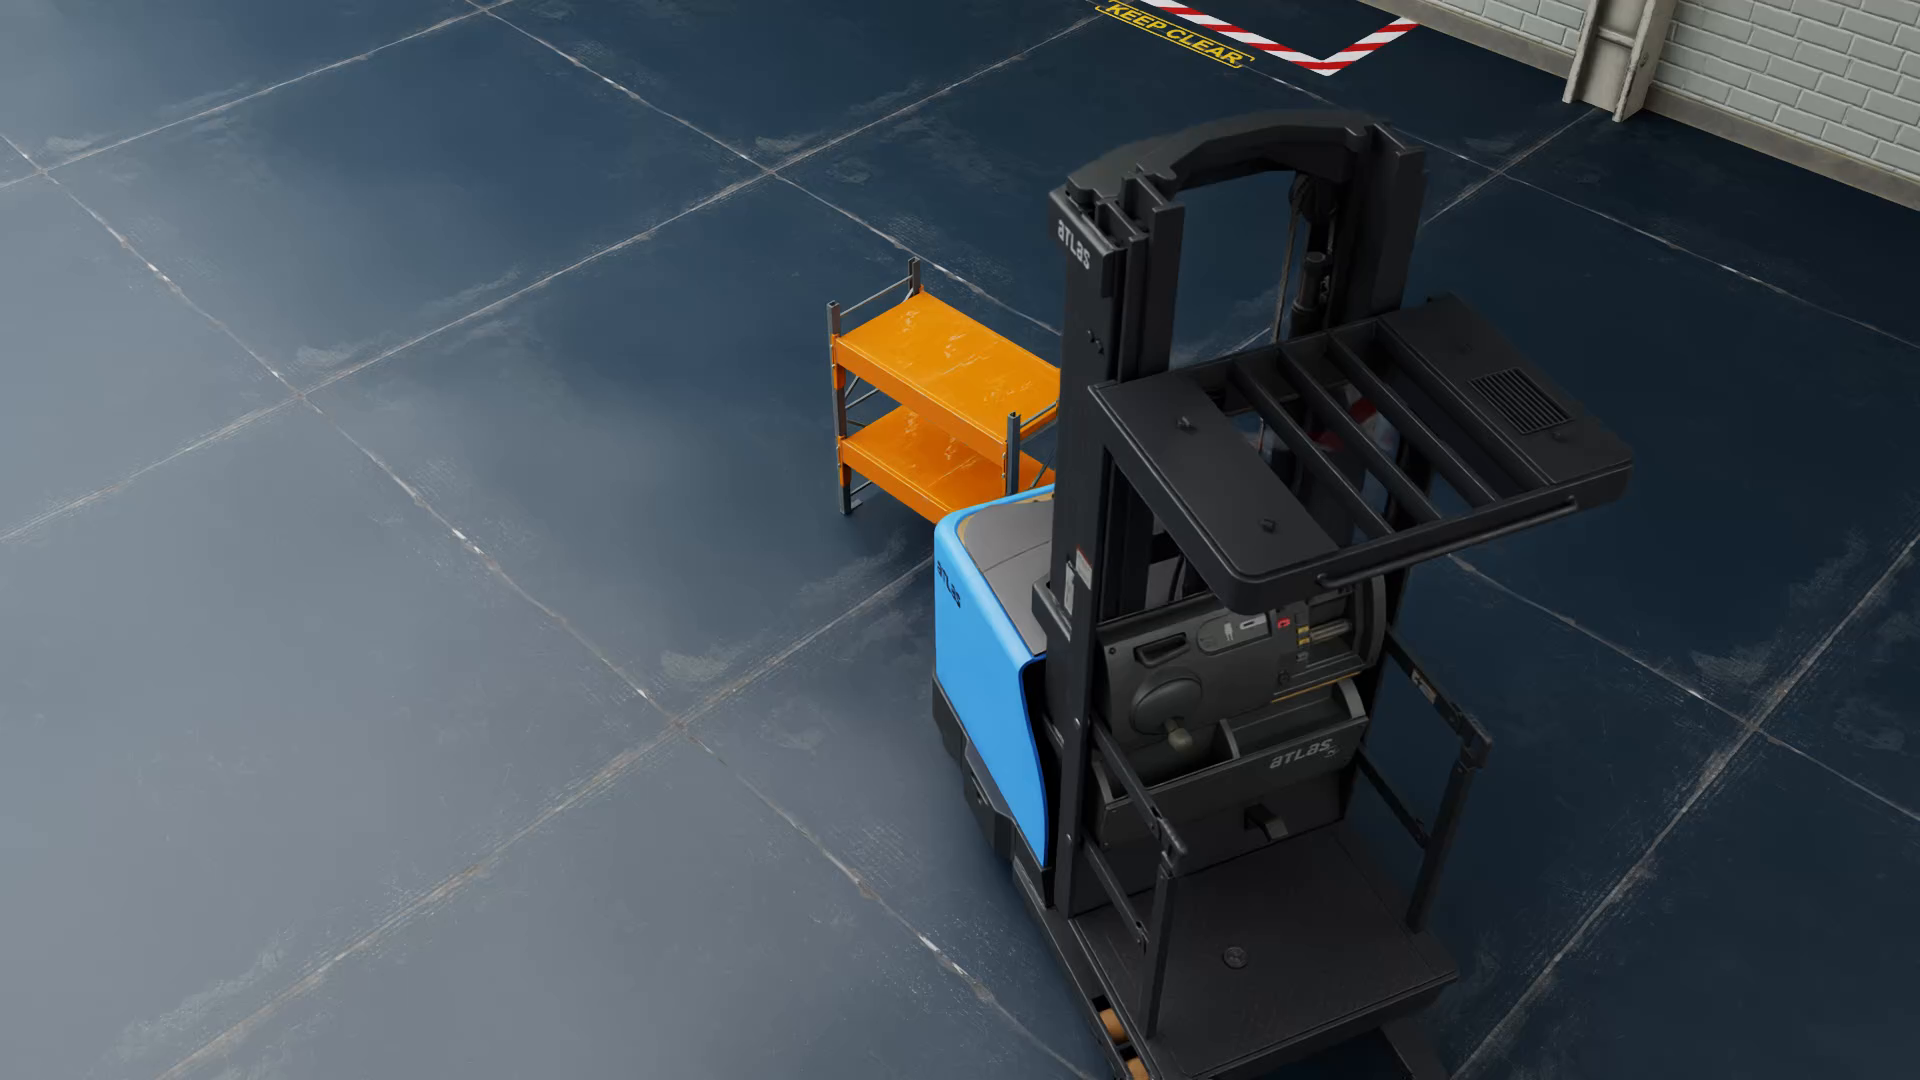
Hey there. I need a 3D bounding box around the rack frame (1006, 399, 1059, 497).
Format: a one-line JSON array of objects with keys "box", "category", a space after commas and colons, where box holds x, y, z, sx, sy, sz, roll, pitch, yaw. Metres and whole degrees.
[{"box": [0.364, -0.166, 6.718, 0.500, 1.125, 0.032, -34, 53, -31], "category": "rack frame"}]

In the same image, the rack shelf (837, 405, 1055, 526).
[{"box": [0.005, -0.230, 7.148, 0.538, 0.278, 1.000, -34, 53, -31], "category": "rack shelf"}]

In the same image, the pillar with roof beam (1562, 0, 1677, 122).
[{"box": [0.935, -3.948, 5.009, 9.100, 9.000, 0.400, -34, 53, -31], "category": "pillar with roof beam"}]

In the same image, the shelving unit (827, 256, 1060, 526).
[{"box": [0.005, -0.410, 6.982, 0.538, 1.125, 1.048, -34, 53, -31], "category": "shelving unit"}]

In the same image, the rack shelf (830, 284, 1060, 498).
[{"box": [0.005, -0.625, 6.783, 0.538, 0.278, 1.000, -34, 53, -31], "category": "rack shelf"}]

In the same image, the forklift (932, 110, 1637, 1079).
[{"box": [0.931, 0.423, 4.750, 1.130, 2.935, 3.031, -16, 45, -17], "category": "forklift"}]

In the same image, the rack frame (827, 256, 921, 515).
[{"box": [-0.354, -0.654, 7.246, 0.500, 1.125, 0.032, -34, 53, -31], "category": "rack frame"}]
